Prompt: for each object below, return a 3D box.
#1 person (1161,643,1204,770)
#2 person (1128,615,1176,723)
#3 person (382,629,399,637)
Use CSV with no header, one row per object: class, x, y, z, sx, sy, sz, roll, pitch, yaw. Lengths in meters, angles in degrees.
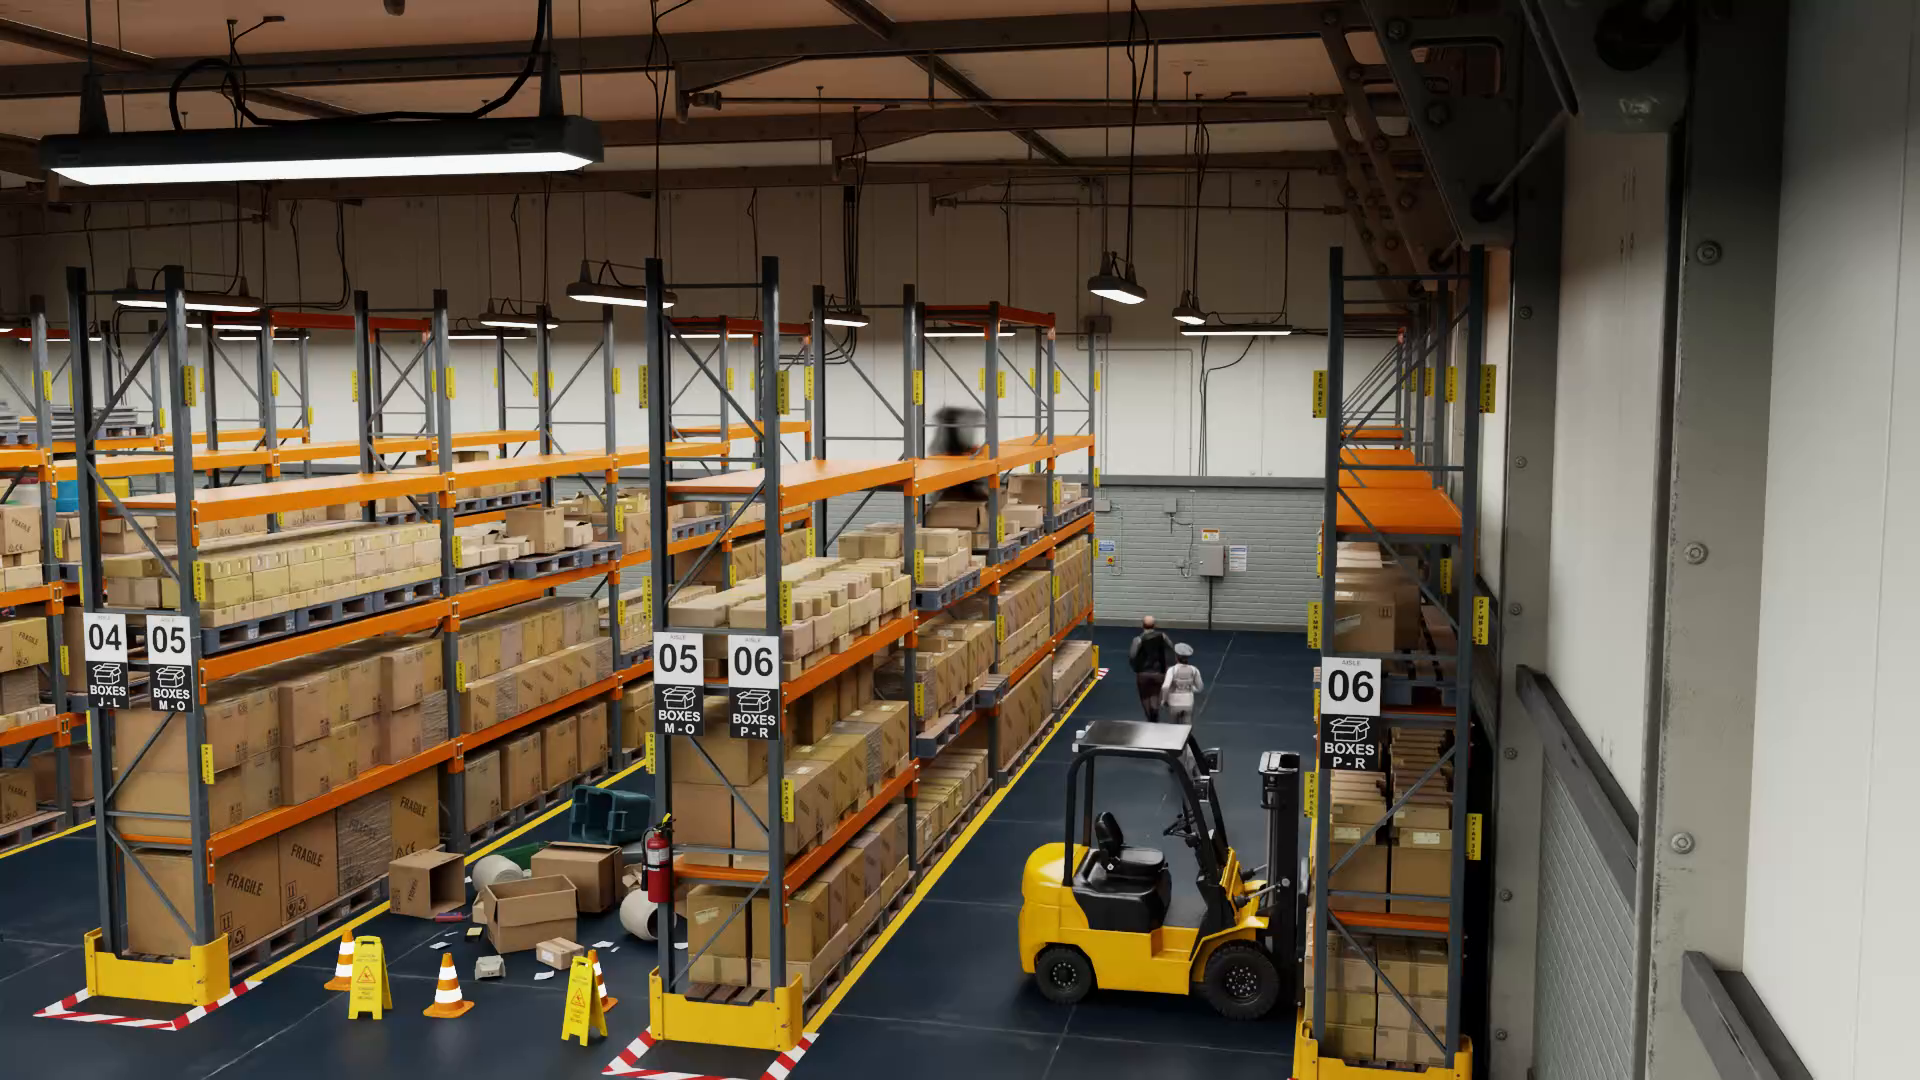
person,2.846,2.169,21.358,0.609,1.695,0.901,-1,6,-7
person,2.759,1.926,23.881,0.711,1.676,0.563,-1,6,-5
person,-7.847,1.987,23.103,0.659,1.726,0.775,1,6,5
